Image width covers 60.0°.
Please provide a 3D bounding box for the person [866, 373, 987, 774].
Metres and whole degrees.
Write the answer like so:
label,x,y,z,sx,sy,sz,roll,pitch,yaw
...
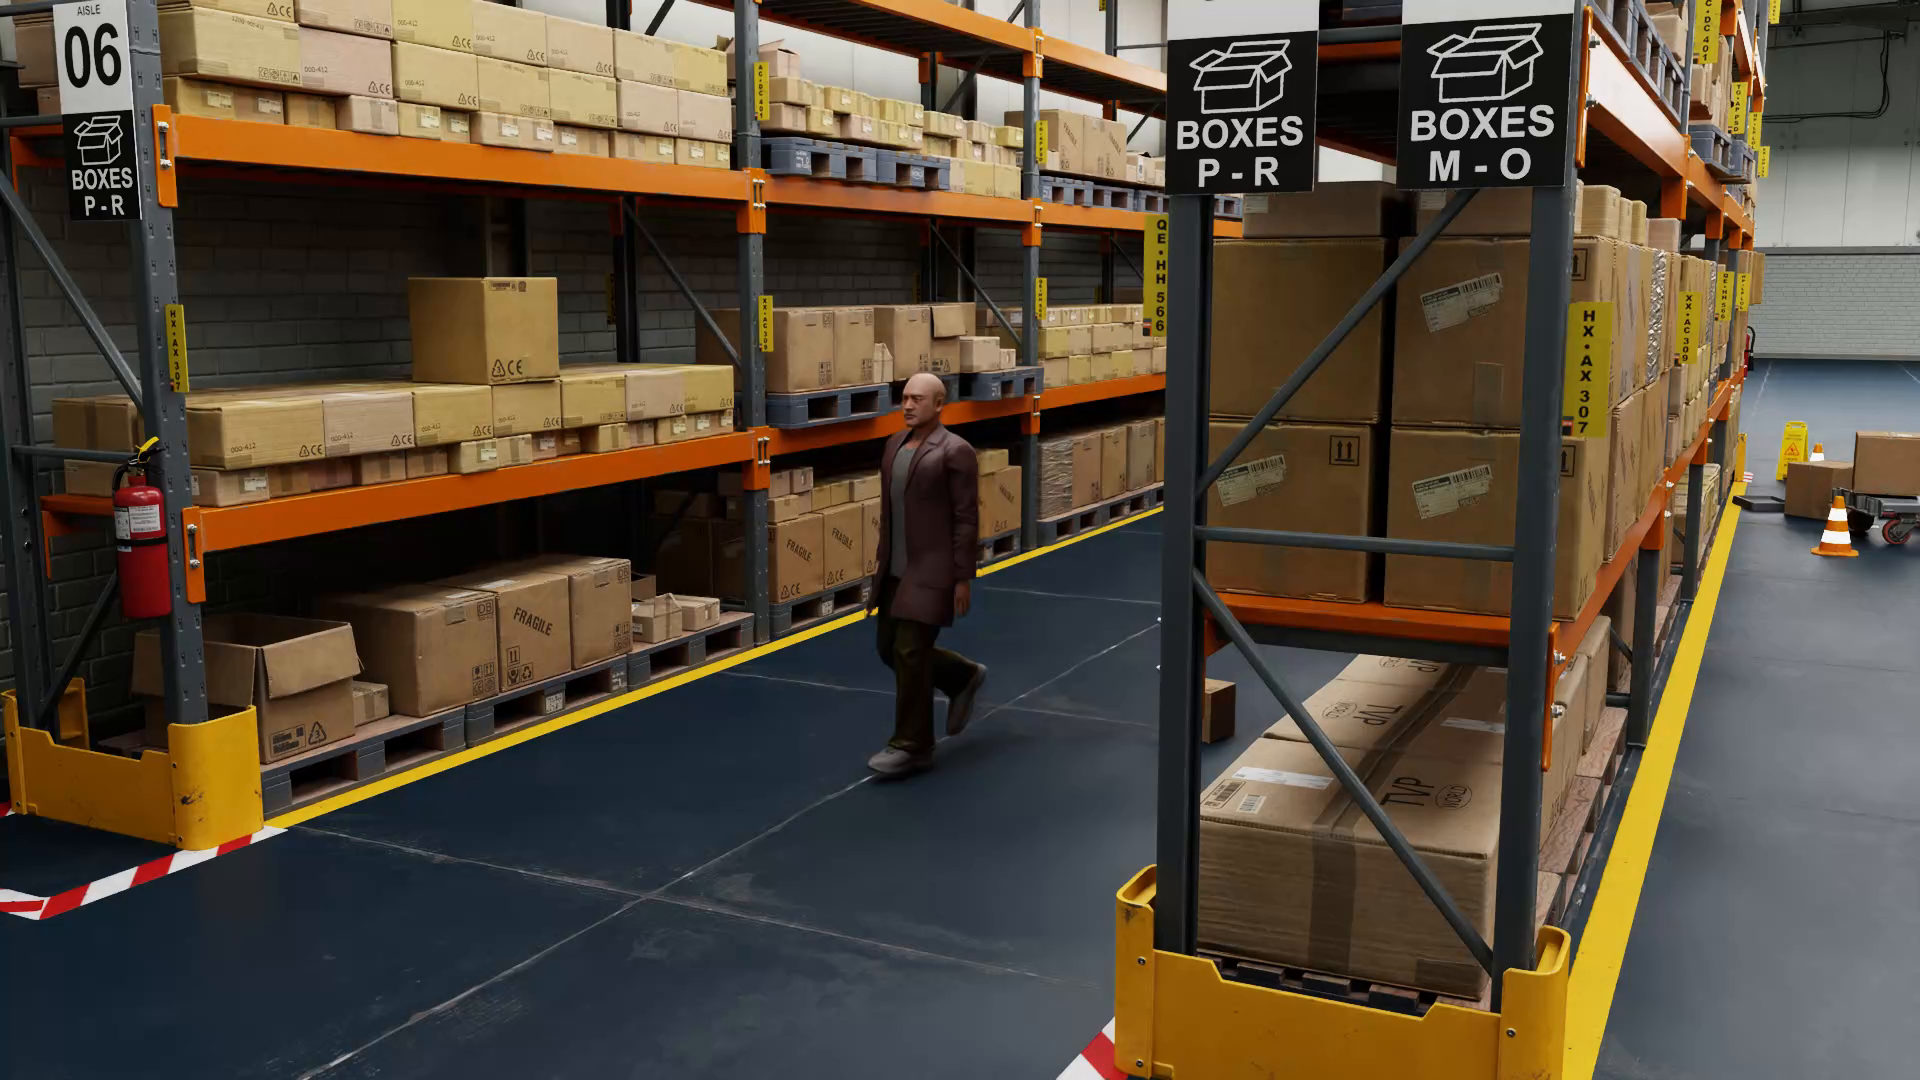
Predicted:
label,x,y,z,sx,sy,sz,roll,pitch,yaw
person,-0.137,0.127,7.490,0.832,1.758,0.590,-8,12,-42
